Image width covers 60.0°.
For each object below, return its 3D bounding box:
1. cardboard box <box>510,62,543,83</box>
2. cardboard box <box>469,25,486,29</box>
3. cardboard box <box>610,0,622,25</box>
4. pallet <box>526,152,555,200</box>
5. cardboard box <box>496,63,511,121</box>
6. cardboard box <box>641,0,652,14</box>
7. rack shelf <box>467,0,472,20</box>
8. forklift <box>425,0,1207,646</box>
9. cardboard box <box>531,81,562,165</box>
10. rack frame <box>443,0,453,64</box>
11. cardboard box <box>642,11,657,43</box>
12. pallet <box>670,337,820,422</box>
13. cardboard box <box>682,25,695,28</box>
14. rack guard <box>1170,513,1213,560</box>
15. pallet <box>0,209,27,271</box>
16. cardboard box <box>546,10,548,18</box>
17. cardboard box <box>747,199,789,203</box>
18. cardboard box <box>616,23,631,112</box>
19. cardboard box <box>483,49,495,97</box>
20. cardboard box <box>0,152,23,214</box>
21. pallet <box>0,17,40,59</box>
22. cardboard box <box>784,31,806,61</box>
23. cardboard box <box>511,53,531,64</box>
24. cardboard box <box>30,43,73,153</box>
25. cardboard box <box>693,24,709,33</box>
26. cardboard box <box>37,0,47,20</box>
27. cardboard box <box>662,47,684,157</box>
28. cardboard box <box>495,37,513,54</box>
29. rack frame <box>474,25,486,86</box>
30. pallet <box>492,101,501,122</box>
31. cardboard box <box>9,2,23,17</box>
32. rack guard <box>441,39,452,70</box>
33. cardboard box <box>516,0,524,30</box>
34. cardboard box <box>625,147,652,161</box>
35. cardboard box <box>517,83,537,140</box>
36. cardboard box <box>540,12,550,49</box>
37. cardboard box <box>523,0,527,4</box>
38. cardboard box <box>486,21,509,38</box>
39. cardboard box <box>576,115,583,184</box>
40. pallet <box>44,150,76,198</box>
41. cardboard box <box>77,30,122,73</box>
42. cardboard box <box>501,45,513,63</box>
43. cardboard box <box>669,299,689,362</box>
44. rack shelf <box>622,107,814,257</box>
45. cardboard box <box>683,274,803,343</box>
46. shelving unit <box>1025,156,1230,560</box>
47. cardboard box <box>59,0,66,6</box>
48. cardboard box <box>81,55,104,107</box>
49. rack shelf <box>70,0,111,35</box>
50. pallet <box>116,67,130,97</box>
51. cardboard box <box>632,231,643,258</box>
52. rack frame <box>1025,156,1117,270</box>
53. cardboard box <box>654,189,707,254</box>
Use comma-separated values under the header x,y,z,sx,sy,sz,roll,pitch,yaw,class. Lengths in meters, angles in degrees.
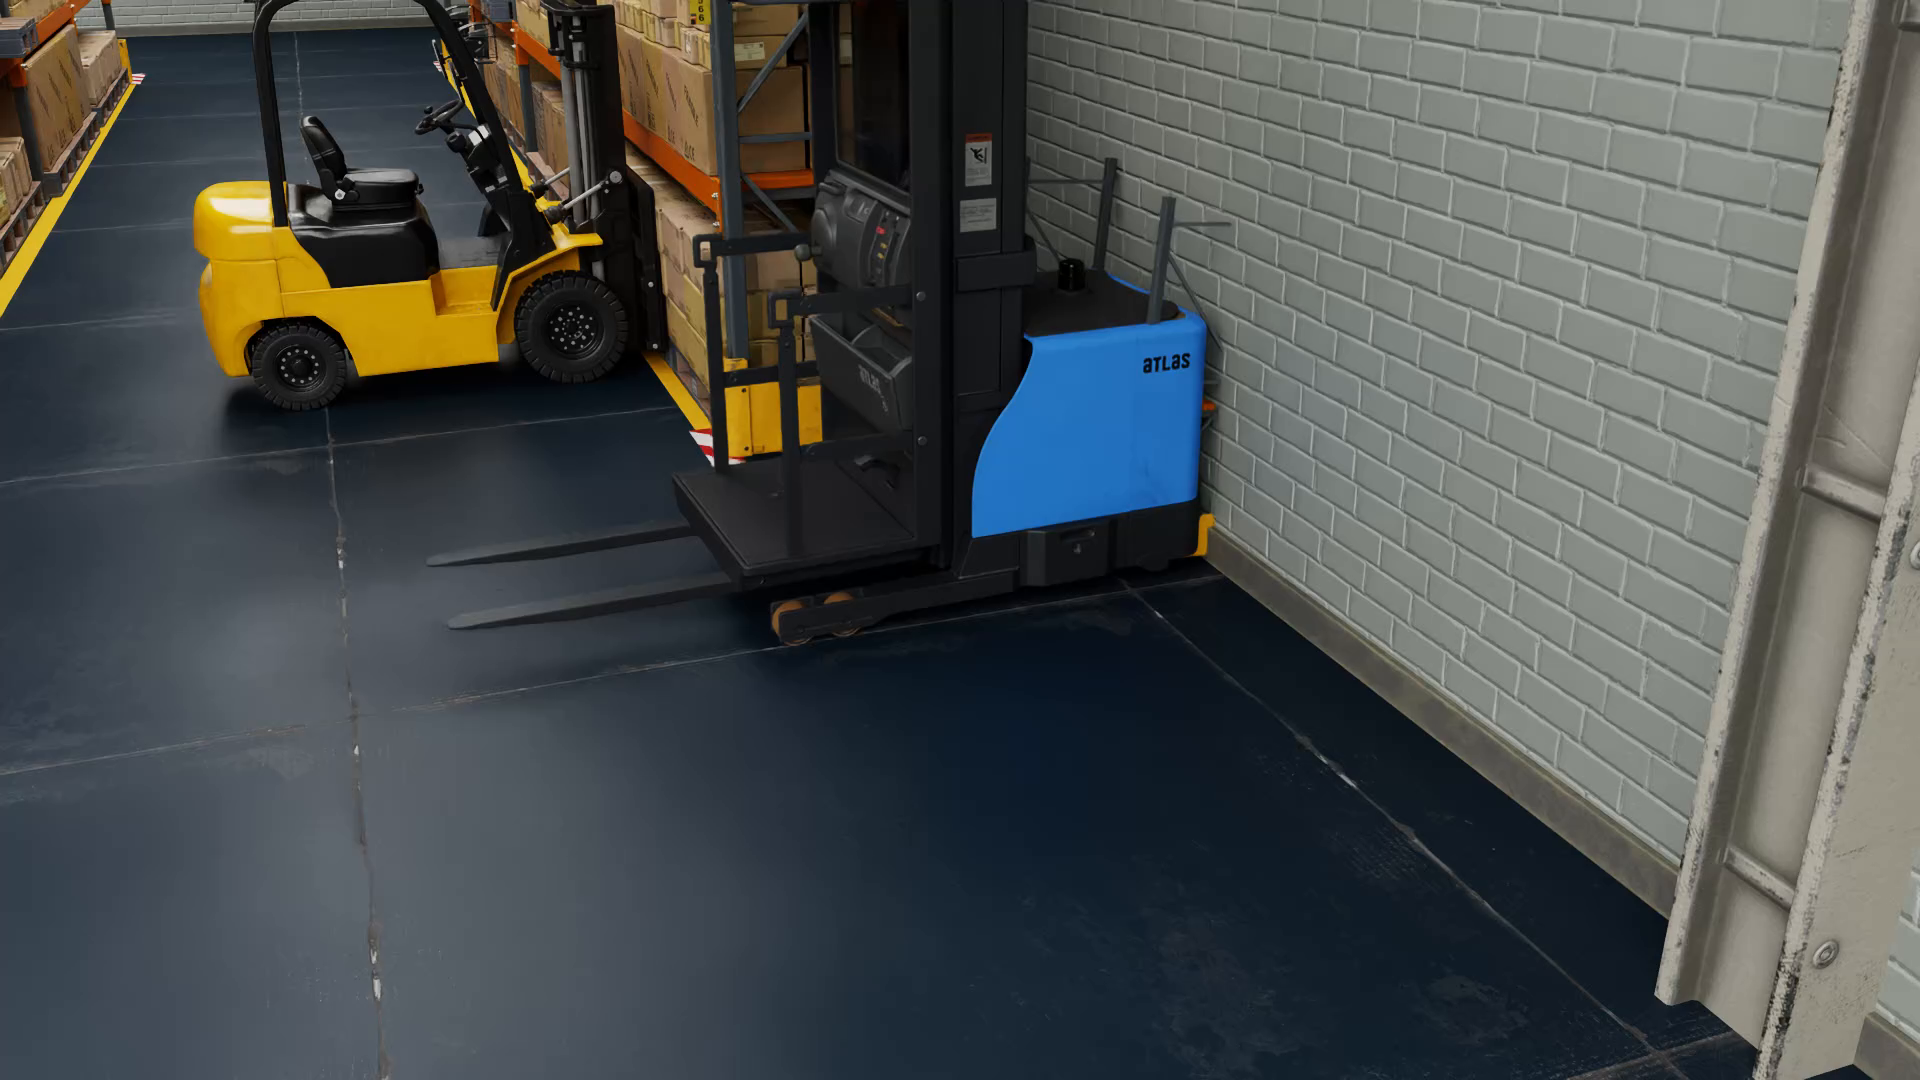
x,y,z,sx,sy,sz,roll,pitch,yaw,class
-4.031,-4.422,15.723,0.380,0.149,0.250,-10,25,-22,cardboard box
-5.835,-6.034,20.381,0.500,0.500,0.500,-8,24,-18,cardboard box
-1.895,-3.202,10.020,0.380,0.149,0.250,-9,24,-20,cardboard box
-3.240,-3.253,14.696,1.003,0.211,1.213,-8,24,-19,pallet
-4.400,-4.567,16.902,0.500,0.500,0.500,-9,25,-21,cardboard box
-1.537,-2.969,9.084,0.380,0.149,0.250,-8,24,-18,cardboard box
-5.614,-6.691,20.189,1.077,0.370,4.000,-8,24,-19,rack shelf
-0.568,-1.183,6.283,3.031,2.935,1.130,-10,25,-22,forklift
-3.287,-3.713,14.714,0.875,0.625,0.625,-8,24,-17,cardboard box
-6.321,-7.749,21.773,1.000,3.000,0.127,-8,24,-19,rack frame
-1.529,-2.831,9.140,0.380,0.149,0.250,-8,24,-19,cardboard box
-0.978,-0.923,9.167,1.003,0.211,1.213,-8,24,-19,pallet
-1.206,-2.559,8.496,0.380,0.149,0.250,-8,24,-18,cardboard box
0.861,-0.048,6.931,0.587,0.250,0.087,-7,23,-30,rack guard
-7.435,-2.148,12.075,1.003,0.211,1.213,-8,24,-19,pallet
-2.858,-4.066,12.584,0.500,0.250,0.500,-8,24,-18,cardboard box
-1.008,-1.887,9.578,0.500,0.250,0.500,-9,24,-19,cardboard box
-1.790,-2.867,10.061,0.500,0.500,0.500,-9,24,-20,cardboard box
-4.947,-5.131,18.238,0.500,0.500,0.500,-7,24,-17,cardboard box
-7.678,-2.669,12.562,0.950,0.372,0.625,-9,24,-20,cardboard box
-7.786,-3.827,12.715,1.213,0.211,1.003,-8,24,-19,pallet
-0.692,-2.520,8.403,0.380,0.149,0.250,-8,24,-19,cardboard box
-4.223,-4.717,16.421,0.380,0.149,0.250,-9,24,-20,cardboard box
-8.614,-3.961,14.981,0.875,0.875,0.875,-8,24,-18,cardboard box
-1.108,-2.604,8.219,0.380,0.149,0.250,-8,24,-19,cardboard box
-8.630,-4.857,15.106,0.500,0.250,0.500,-8,24,-19,cardboard box
-1.263,-2.314,8.749,0.500,0.500,0.500,-8,24,-17,cardboard box
-4.758,-5.288,17.776,0.380,0.149,0.250,-10,25,-22,cardboard box
-4.908,-6.296,18.325,1.000,3.000,0.127,-8,24,-19,rack frame
-4.585,-4.720,18.177,1.003,0.211,1.213,-8,24,-19,pallet
-8.074,-4.303,13.790,0.500,0.250,0.500,-9,24,-20,cardboard box
-6.294,-6.569,22.193,1.175,0.500,0.348,-8,24,-19,rack guard
-3.566,-4.578,14.443,0.500,0.250,0.500,-8,24,-19,cardboard box
-2.033,-2.370,10.723,0.500,0.250,0.500,-8,24,-19,cardboard box
-3.845,-4.008,15.575,0.500,0.500,0.500,-8,24,-17,cardboard box
-3.023,-4.020,13.119,0.500,0.250,0.500,-8,24,-17,cardboard box
-3.391,-4.627,13.914,0.500,0.250,0.500,-8,24,-17,cardboard box
-4.893,-5.518,17.941,0.380,0.149,0.250,-10,25,-22,cardboard box
-2.543,-2.959,12.925,0.875,0.625,0.625,-9,24,-20,cardboard box
-8.345,-3.172,14.503,1.003,0.211,1.213,-8,24,-19,pallet
-10.636,-5.853,20.034,0.875,0.438,0.875,-9,25,-21,cardboard box
-4.510,-5.003,17.101,0.380,0.149,0.250,-7,24,-17,cardboard box
-1.297,-1.171,9.166,0.500,0.250,0.500,-8,24,-19,cardboard box
-1.375,-2.331,9.844,1.077,0.370,4.000,-8,24,-19,rack shelf
-1.133,-1.226,8.653,0.500,0.250,0.500,-9,24,-20,cardboard box
0.663,-0.800,7.113,0.587,1.500,1.083,-7,23,-30,shelving unit
-9.156,-5.416,16.430,0.500,0.250,0.500,-9,24,-20,cardboard box
-9.671,-4.869,17.698,0.875,0.438,0.875,-9,24,-20,cardboard box
-10.257,-6.008,18.569,1.077,0.370,4.000,-8,24,-19,rack shelf
-10.607,-5.502,20.032,1.003,0.211,1.213,-8,24,-19,pallet
-1.675,-1.777,9.960,0.500,0.250,0.500,-8,24,-19,cardboard box
0.408,-0.968,7.509,0.500,1.500,0.032,-7,23,-30,rack frame
-1.496,-1.814,9.403,0.500,0.250,0.500,-8,24,-18,cardboard box
